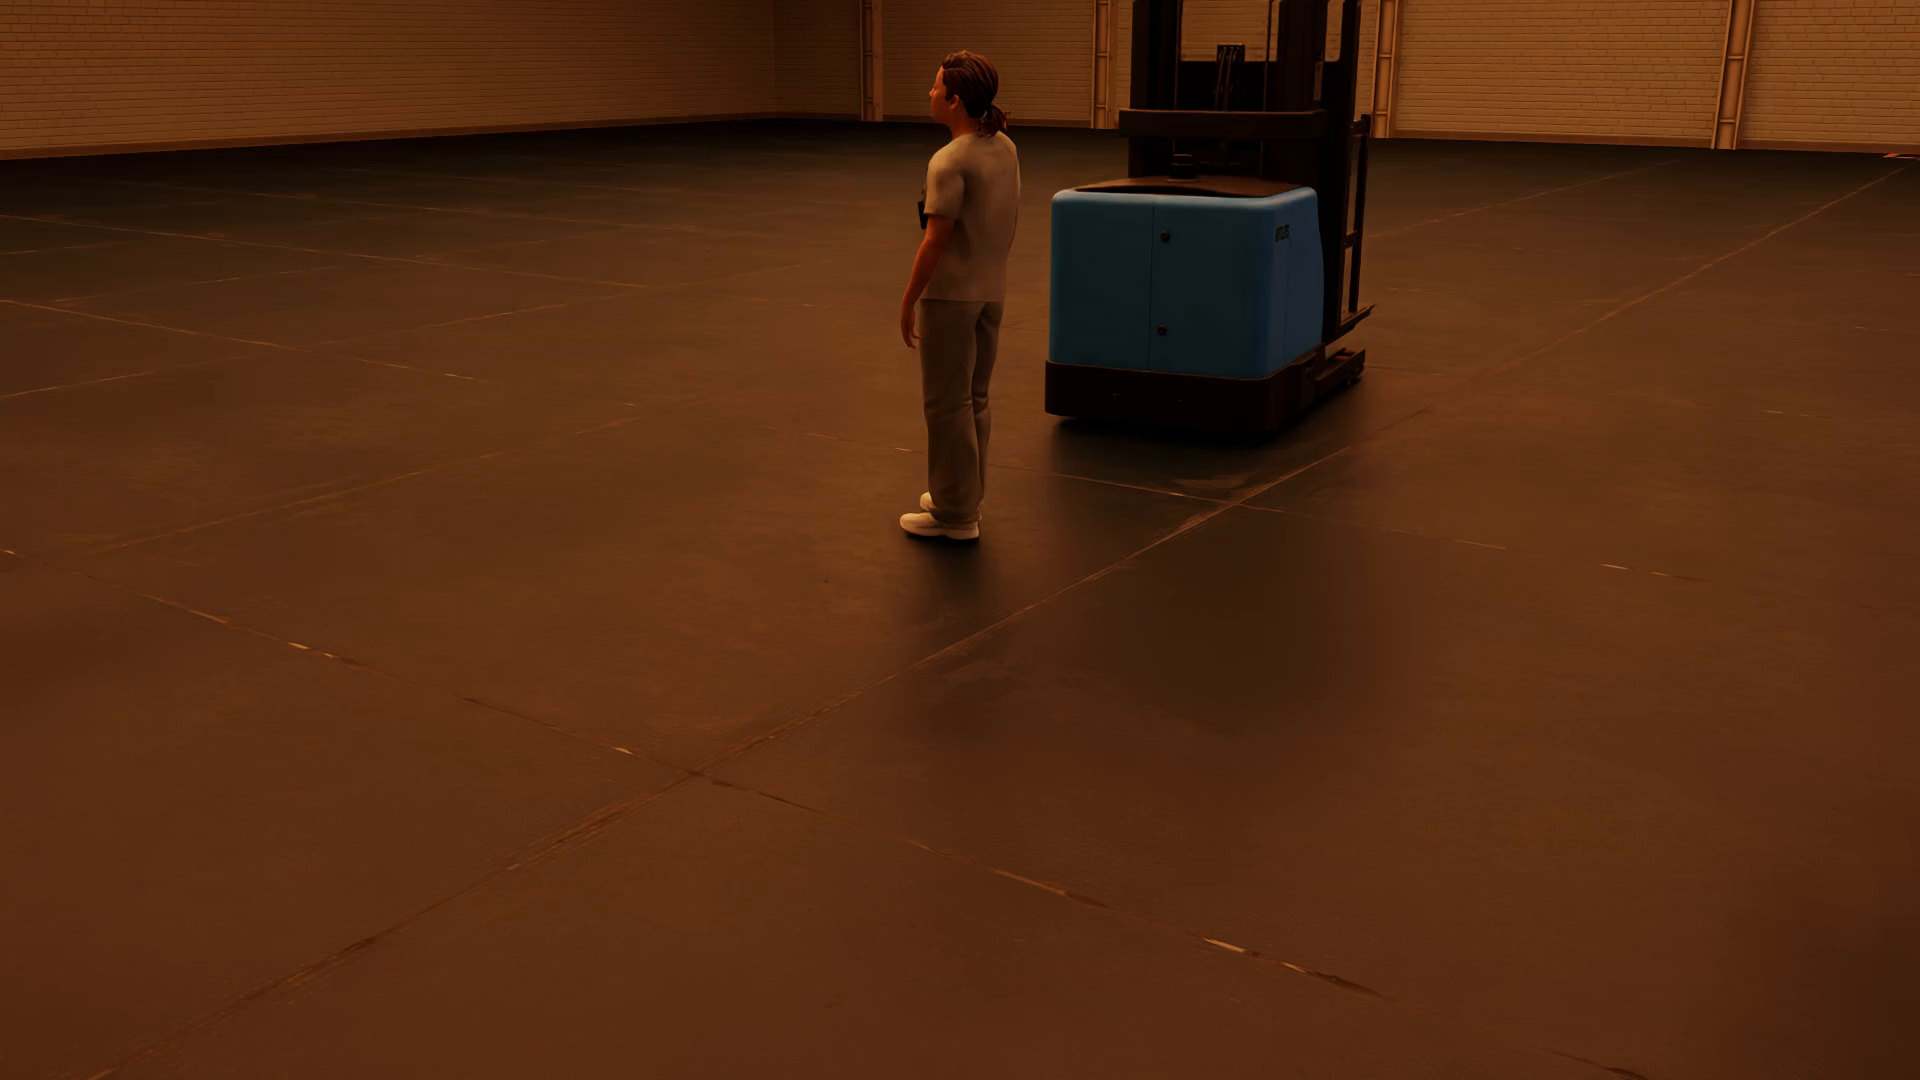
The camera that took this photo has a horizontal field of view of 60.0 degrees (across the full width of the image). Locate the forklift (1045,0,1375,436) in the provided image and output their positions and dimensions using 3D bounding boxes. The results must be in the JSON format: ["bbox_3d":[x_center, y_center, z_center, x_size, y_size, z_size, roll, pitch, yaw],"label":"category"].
[{"bbox_3d":[1.488,-2.242,8.331,1.130,2.935,3.031,8,18,25],"label":"forklift"}]

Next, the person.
[{"bbox_3d":[-0.053,-0.825,5.757,0.548,1.673,0.549,11,20,33],"label":"person"}]
